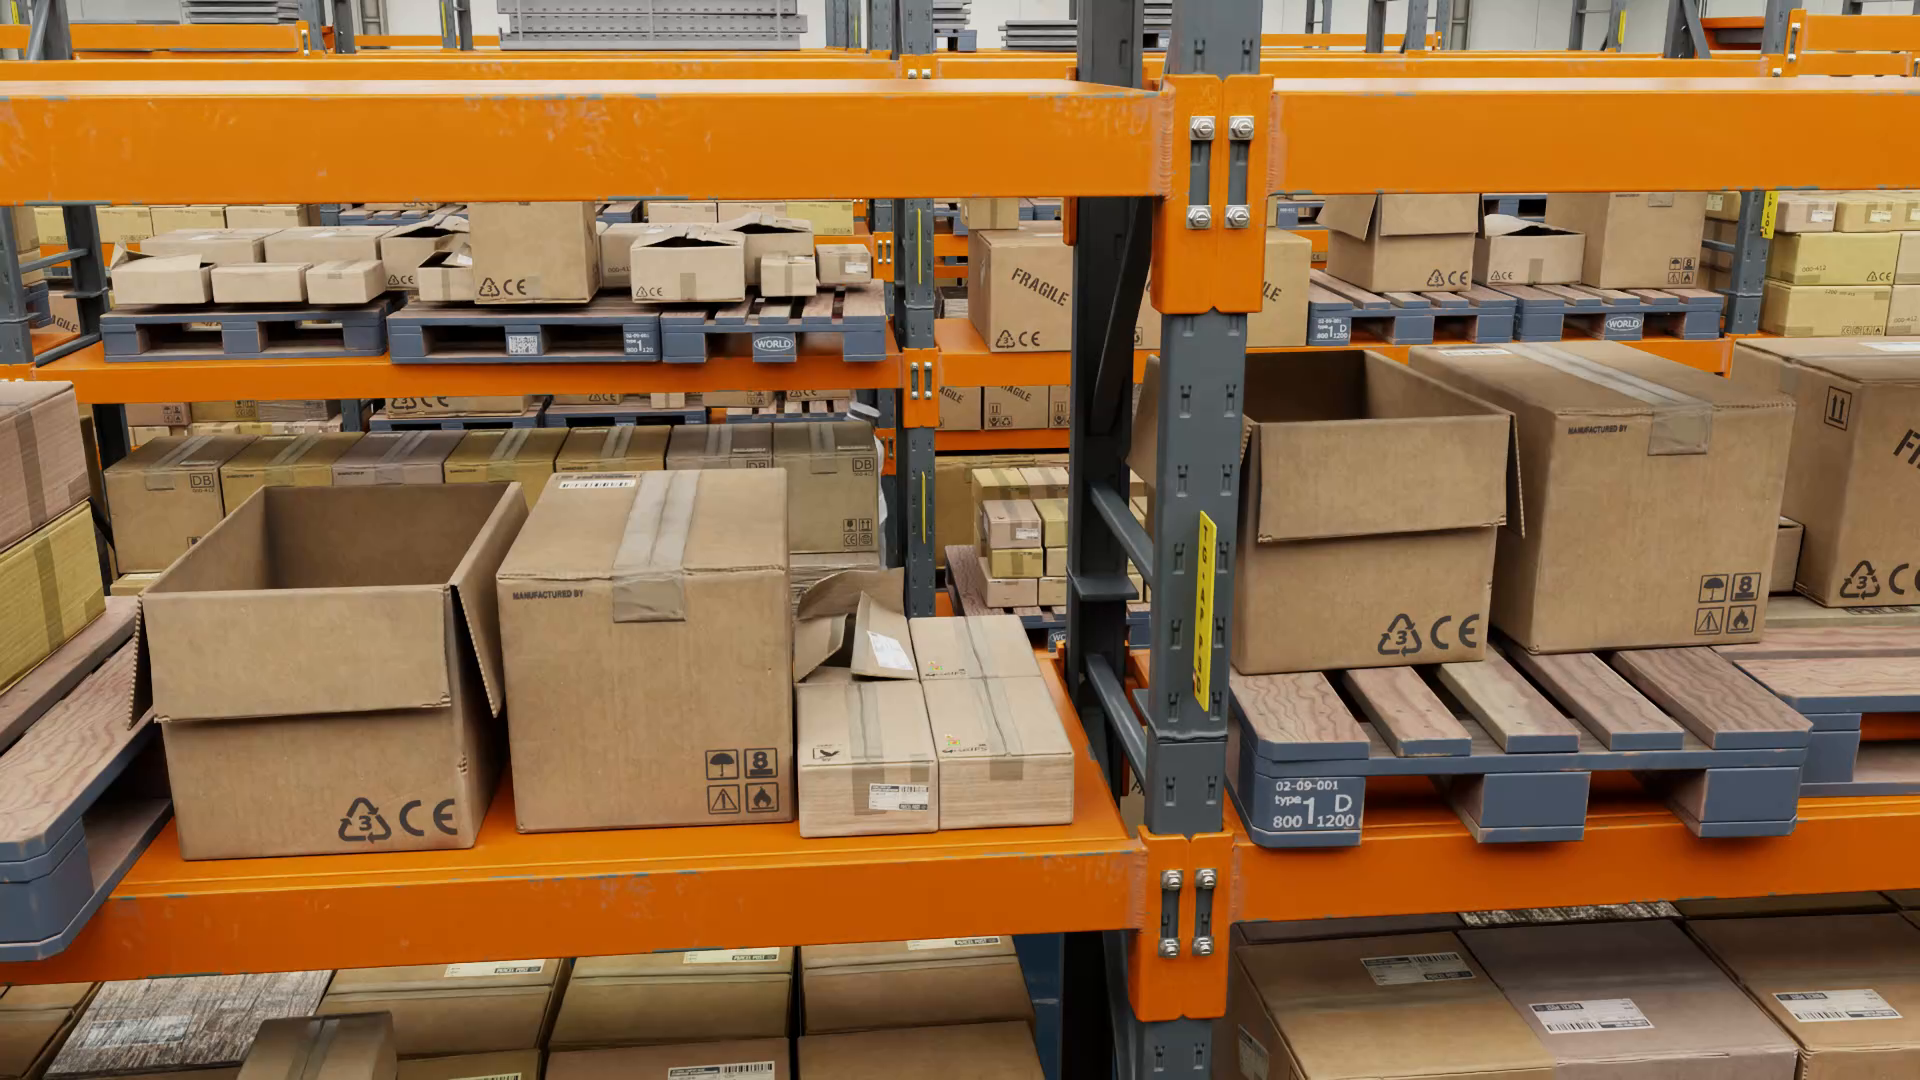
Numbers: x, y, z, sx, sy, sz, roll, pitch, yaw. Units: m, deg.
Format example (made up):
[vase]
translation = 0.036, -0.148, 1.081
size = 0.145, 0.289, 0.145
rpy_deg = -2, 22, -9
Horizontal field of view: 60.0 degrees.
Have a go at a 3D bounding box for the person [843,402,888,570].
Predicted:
[person]
translation = -0.807, -0.143, 11.995
size = 0.776, 1.754, 0.537
rpy_deg = 4, 17, 13
